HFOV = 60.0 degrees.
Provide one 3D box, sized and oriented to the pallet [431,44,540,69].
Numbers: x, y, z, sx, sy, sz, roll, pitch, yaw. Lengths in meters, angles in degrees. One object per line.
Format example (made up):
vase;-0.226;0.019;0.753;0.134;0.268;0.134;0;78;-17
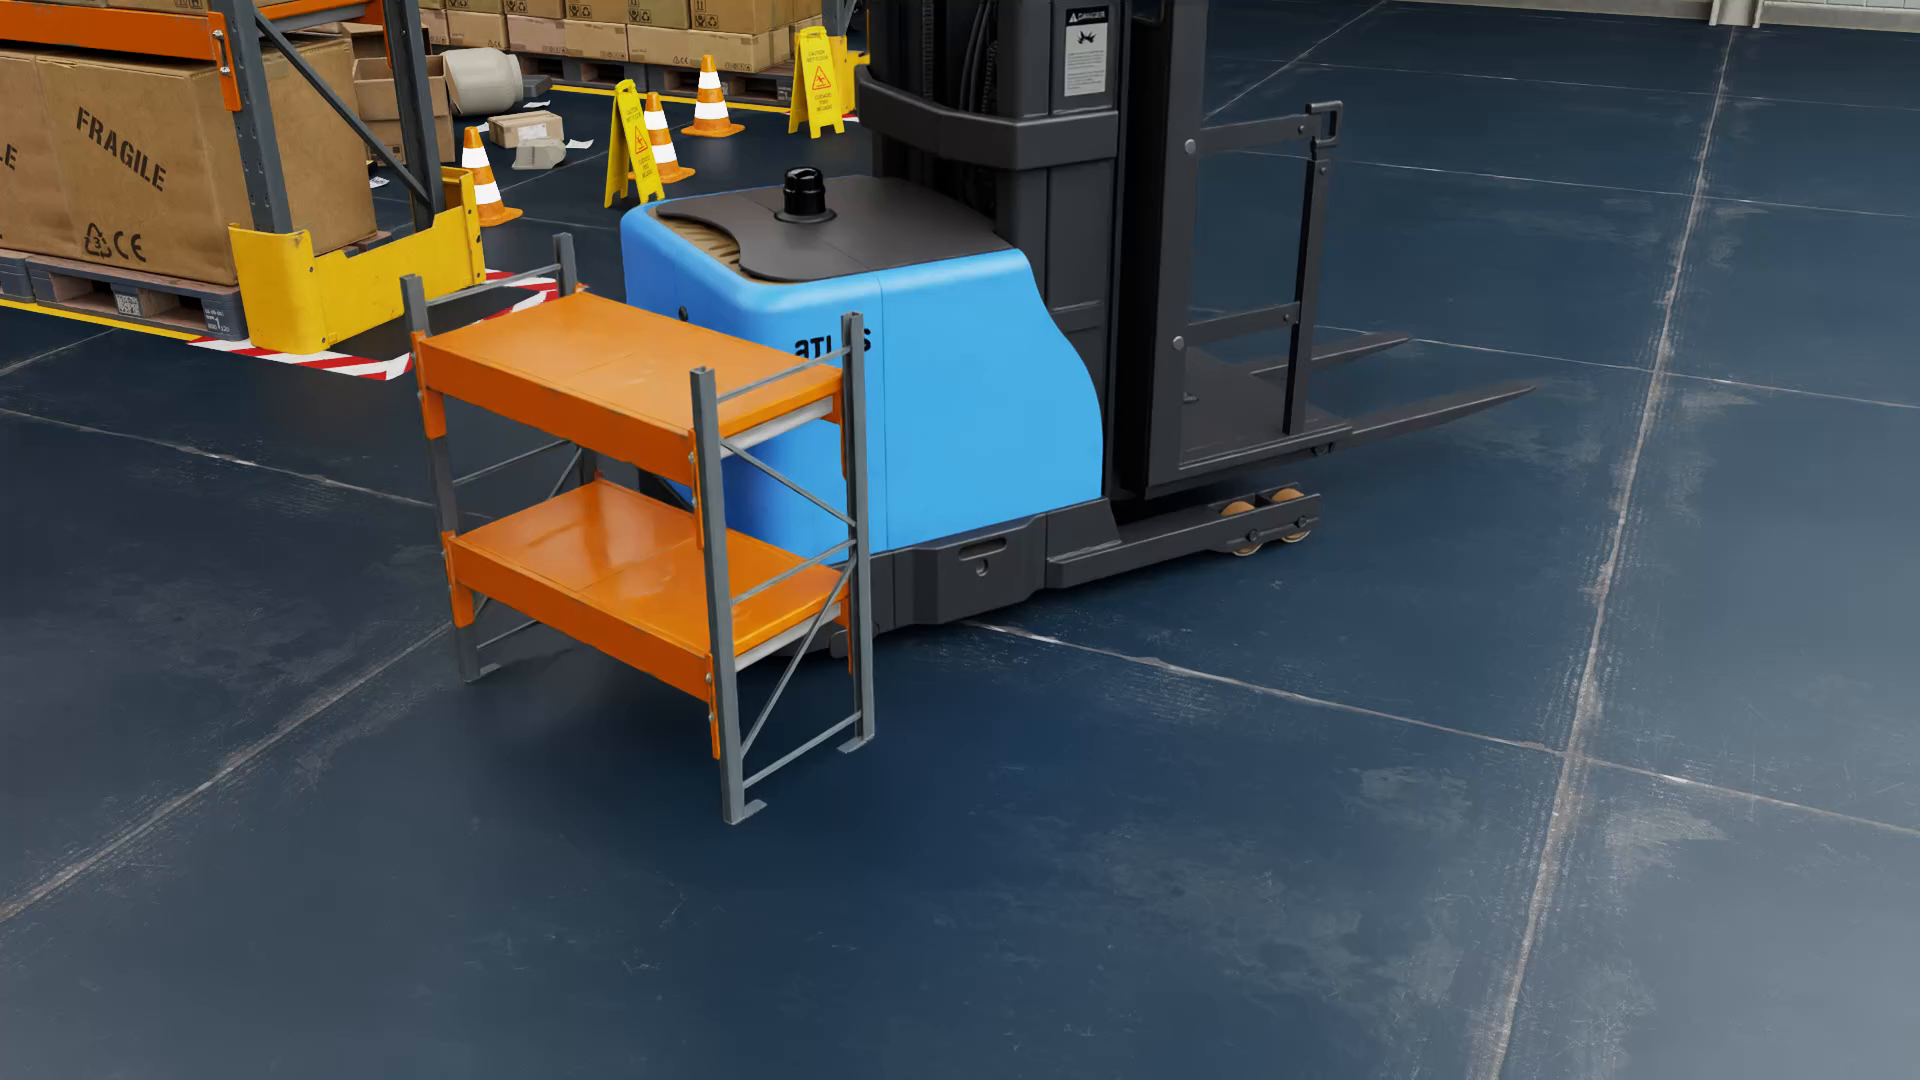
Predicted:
pallet;-3.648;-3.742;12.611;1.213;0.211;1.003;11;28;22

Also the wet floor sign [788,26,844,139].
wet floor sign;-0.903;-2.849;10.306;0.232;0.644;0.267;23;35;39

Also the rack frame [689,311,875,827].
rack frame;-0.386;0.076;3.822;0.032;1.125;0.500;20;32;34

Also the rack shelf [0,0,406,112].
rack shelf;-4.410;-2.404;7.552;4.000;0.370;1.077;11;28;22

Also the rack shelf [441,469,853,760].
rack shelf;-0.781;0.154;4.218;1.000;0.278;0.538;20;32;34

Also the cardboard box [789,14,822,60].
cardboard box;-1.253;-3.584;11.770;0.500;0.250;0.500;11;28;21

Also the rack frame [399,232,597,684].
rack frame;-1.175;-0.207;4.398;0.032;1.125;0.500;20;32;34

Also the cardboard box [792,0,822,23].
cardboard box;-1.275;-3.924;11.613;0.500;0.500;0.500;10;28;20

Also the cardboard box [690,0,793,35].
cardboard box;-1.470;-3.703;11.164;0.500;0.500;0.500;12;28;22

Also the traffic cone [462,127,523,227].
traffic cone;-2.486;-1.891;8.567;0.334;0.463;0.336;11;28;22

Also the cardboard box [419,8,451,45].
cardboard box;-3.849;-3.840;12.291;0.500;0.250;0.500;10;28;19

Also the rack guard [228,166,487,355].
rack guard;-2.568;-1.235;7.193;0.348;0.500;1.175;11;28;22

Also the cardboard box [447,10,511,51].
cardboard box;-3.358;-3.747;12.102;0.500;0.250;0.500;13;29;25

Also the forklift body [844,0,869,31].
forklift body;-1.063;-5.599;14.187;1.214;2.155;2.313;11;28;22

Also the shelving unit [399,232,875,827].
shelving unit;-0.781;-0.066;4.110;1.048;1.125;0.538;20;32;34

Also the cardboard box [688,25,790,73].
cardboard box;-1.502;-3.369;11.334;0.500;0.250;0.500;11;28;22

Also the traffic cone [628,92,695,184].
traffic cone;-1.708;-2.283;9.364;0.334;0.463;0.336;11;28;22

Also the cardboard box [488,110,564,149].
cardboard box;-2.662;-2.518;10.197;0.380;0.149;0.250;-18;31;-31

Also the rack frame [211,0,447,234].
rack frame;-2.590;-2.361;6.650;0.127;3.000;1.000;11;28;22

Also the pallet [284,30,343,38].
pallet;-4.983;-3.992;13.119;1.213;0.211;1.003;11;28;22

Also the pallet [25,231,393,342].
pallet;-3.350;-1.225;7.499;1.213;0.211;1.003;11;28;22

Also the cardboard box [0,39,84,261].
cardboard box;-4.036;-1.854;7.549;0.875;0.875;0.875;11;28;21

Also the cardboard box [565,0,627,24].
cardboard box;-2.403;-3.892;11.548;0.500;0.500;0.500;11;28;21

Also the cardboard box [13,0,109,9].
cardboard box;-3.456;-2.570;6.904;0.550;0.550;0.875;11;28;22

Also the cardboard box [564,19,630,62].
cardboard box;-2.427;-3.556;11.714;0.500;0.250;0.500;10;28;20

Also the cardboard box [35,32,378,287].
cardboard box;-3.235;-1.694;7.224;0.875;0.875;0.875;12;28;22

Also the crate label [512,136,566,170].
crate label;-2.450;-2.256;9.677;0.298;0.136;0.250;-2;26;-5

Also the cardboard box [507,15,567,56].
cardboard box;-2.874;-3.651;11.907;0.500;0.250;0.500;11;28;21

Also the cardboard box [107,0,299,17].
cardboard box;-2.946;-2.478;6.718;0.550;0.550;0.875;11;28;22

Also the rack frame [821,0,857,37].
rack frame;-0.633;-4.370;10.730;0.127;3.000;1.000;11;28;22

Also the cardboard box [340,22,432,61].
cardboard box;-3.862;-3.238;11.258;0.500;0.500;0.500;-12;29;-23

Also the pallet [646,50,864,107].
pallet;-1.427;-3.296;11.705;1.213;0.211;1.003;11;28;22

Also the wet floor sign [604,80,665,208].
wet floor sign;-1.744;-2.096;8.776;0.232;0.644;0.267;6;27;13

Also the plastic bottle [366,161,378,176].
plastic bottle;-3.489;-2.127;9.500;0.283;0.061;0.133;2;26;4

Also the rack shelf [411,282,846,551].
rack shelf;-0.781;-0.328;3.981;1.000;0.278;0.538;20;32;34

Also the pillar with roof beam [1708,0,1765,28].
pillar with roof beam;4.837;-6.720;8.711;0.400;9.000;9.100;11;28;22

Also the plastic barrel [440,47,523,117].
plastic barrel;-3.140;-2.983;10.830;0.512;0.421;0.421;-12;29;-23

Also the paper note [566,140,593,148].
paper note;-2.317;-2.410;10.111;0.142;0.019;0.148;2;26;4

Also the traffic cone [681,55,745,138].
traffic cone;-1.558;-2.792;10.397;0.334;0.463;0.336;11;28;22

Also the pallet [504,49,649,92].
pallet;-2.534;-3.519;12.159;1.213;0.211;1.003;11;28;22

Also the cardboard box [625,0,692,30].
cardboard box;-1.947;-3.797;11.355;0.500;0.500;0.500;12;29;24

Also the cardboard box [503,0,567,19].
cardboard box;-2.885;-3.988;11.742;0.500;0.500;0.500;13;29;24

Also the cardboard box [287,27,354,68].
cardboard box;-4.134;-2.782;10.177;0.503;0.637;0.797;11;28;22

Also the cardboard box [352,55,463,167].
cardboard box;-3.280;-2.553;9.866;0.637;0.503;0.797;-7;27;-14

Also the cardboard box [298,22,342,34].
cardboard box;-4.753;-4.206;12.896;0.625;0.372;0.950;12;29;22

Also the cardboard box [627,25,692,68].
cardboard box;-1.948;-3.462;11.524;0.500;0.250;0.500;11;28;22

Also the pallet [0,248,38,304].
pallet;-4.457;-1.449;7.953;1.213;0.211;1.003;11;28;22

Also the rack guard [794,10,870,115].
rack guard;-0.702;-3.262;11.310;0.348;0.500;1.175;11;28;22

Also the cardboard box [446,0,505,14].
cardboard box;-3.357;-4.083;11.936;0.500;0.500;0.500;13;29;24

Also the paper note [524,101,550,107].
paper note;-2.842;-2.931;11.169;0.148;0.019;0.142;2;26;4

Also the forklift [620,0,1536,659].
forklift;0.547;-1.453;4.882;3.031;2.935;1.130;-14;30;-26

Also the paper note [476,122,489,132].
paper note;-3.028;-2.621;10.552;0.142;0.019;0.148;23;35;39

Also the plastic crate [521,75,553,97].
plastic crate;-3.184;-3.175;11.608;0.583;0.080;0.402;2;26;4

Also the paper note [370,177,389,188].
paper note;-3.277;-1.990;9.260;0.142;0.017;0.144;23;35;39

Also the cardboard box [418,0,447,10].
cardboard box;-3.849;-4.176;12.125;0.500;0.500;0.500;13;29;24
